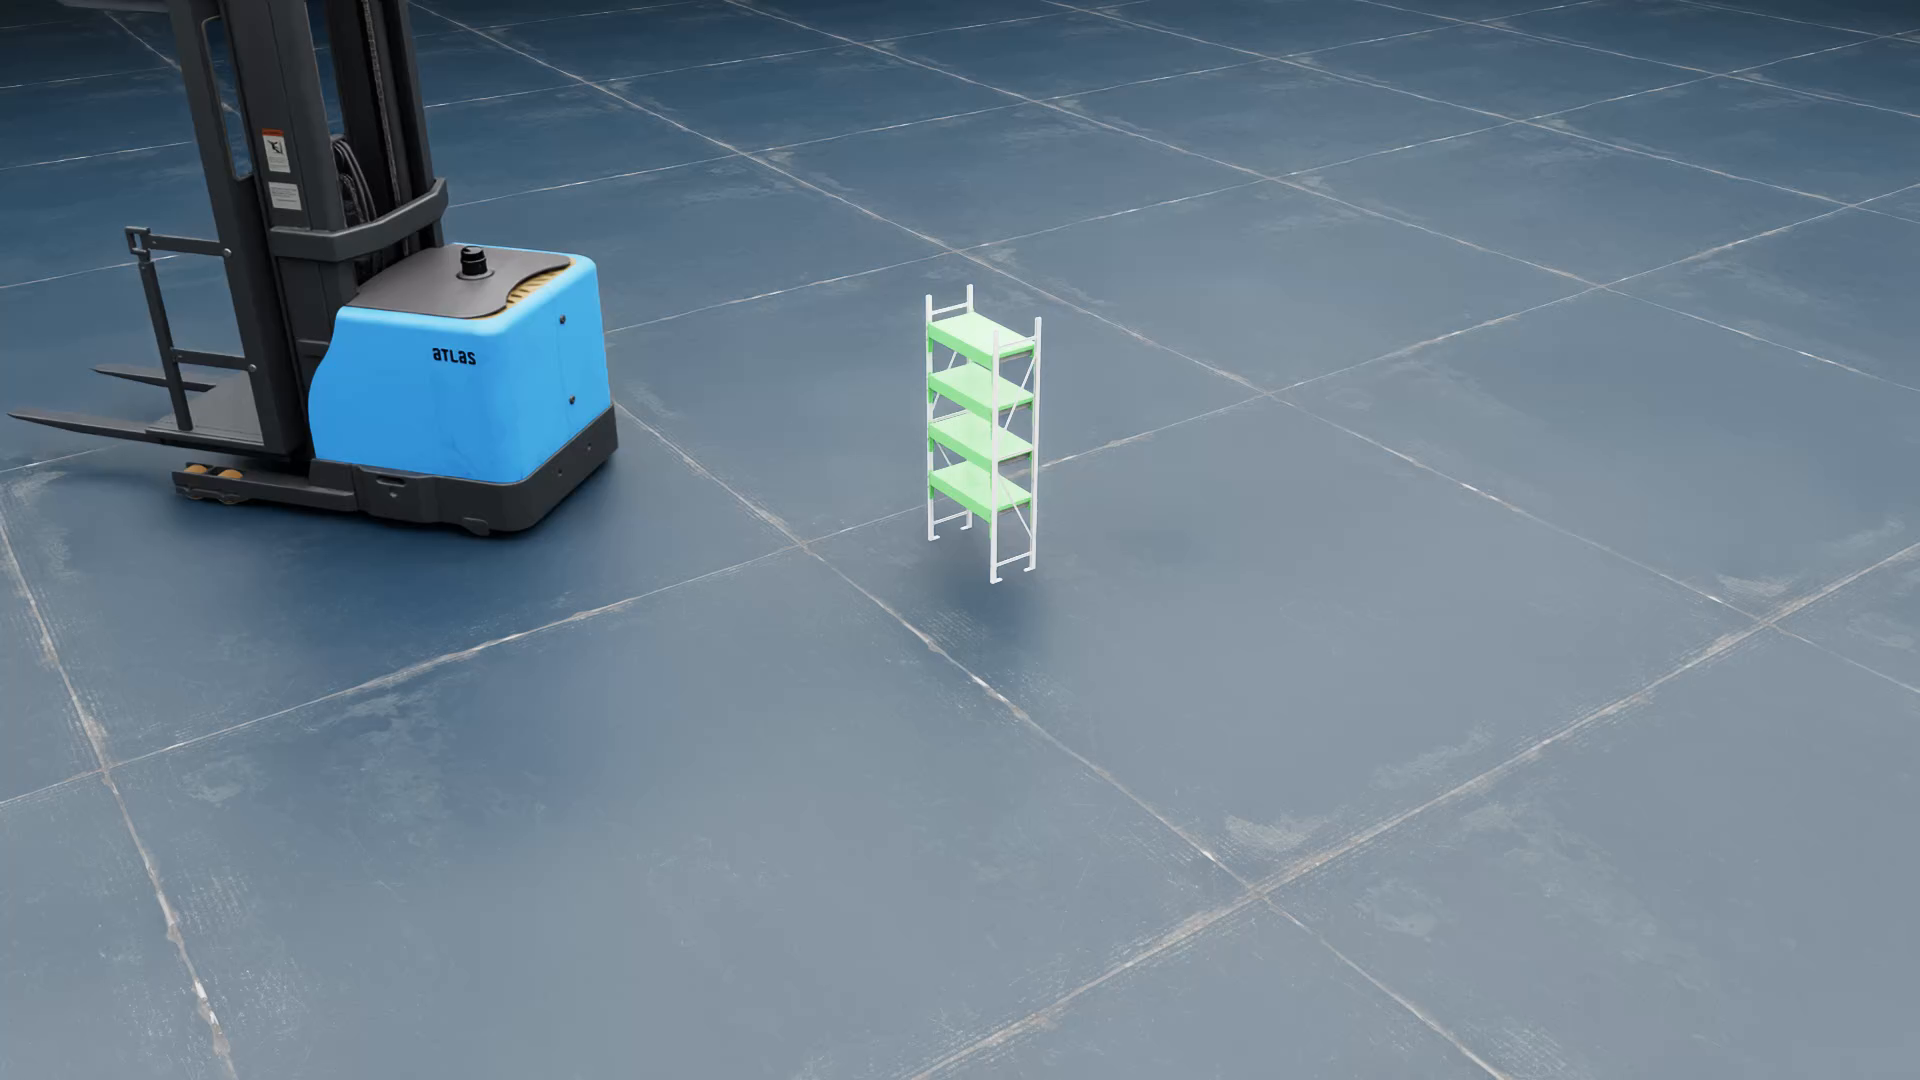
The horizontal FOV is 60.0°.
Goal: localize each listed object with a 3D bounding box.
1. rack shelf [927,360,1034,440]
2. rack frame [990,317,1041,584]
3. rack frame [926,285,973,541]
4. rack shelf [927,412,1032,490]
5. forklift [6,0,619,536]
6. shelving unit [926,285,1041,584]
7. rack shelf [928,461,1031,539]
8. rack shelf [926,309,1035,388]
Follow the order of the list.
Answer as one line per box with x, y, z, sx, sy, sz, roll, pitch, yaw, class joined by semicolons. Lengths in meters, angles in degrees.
0.096;-0.618;7.261;0.258;0.148;0.480;-19;34;-31;rack shelf
0.238;-0.368;7.170;0.240;1.200;0.015;-19;34;-31;rack frame
-0.046;-0.558;7.520;0.240;1.200;0.015;-19;34;-31;rack frame
0.096;-0.407;7.376;0.258;0.148;0.480;-19;34;-31;rack shelf
-3.316;-1.692;7.794;3.031;2.935;1.130;8;29;14;forklift
0.096;-0.463;7.345;0.258;1.200;0.503;-19;34;-31;shelving unit
0.096;-0.196;7.490;0.258;0.148;0.480;-19;34;-31;rack shelf
0.096;-0.829;7.147;0.258;0.148;0.480;-19;34;-31;rack shelf
